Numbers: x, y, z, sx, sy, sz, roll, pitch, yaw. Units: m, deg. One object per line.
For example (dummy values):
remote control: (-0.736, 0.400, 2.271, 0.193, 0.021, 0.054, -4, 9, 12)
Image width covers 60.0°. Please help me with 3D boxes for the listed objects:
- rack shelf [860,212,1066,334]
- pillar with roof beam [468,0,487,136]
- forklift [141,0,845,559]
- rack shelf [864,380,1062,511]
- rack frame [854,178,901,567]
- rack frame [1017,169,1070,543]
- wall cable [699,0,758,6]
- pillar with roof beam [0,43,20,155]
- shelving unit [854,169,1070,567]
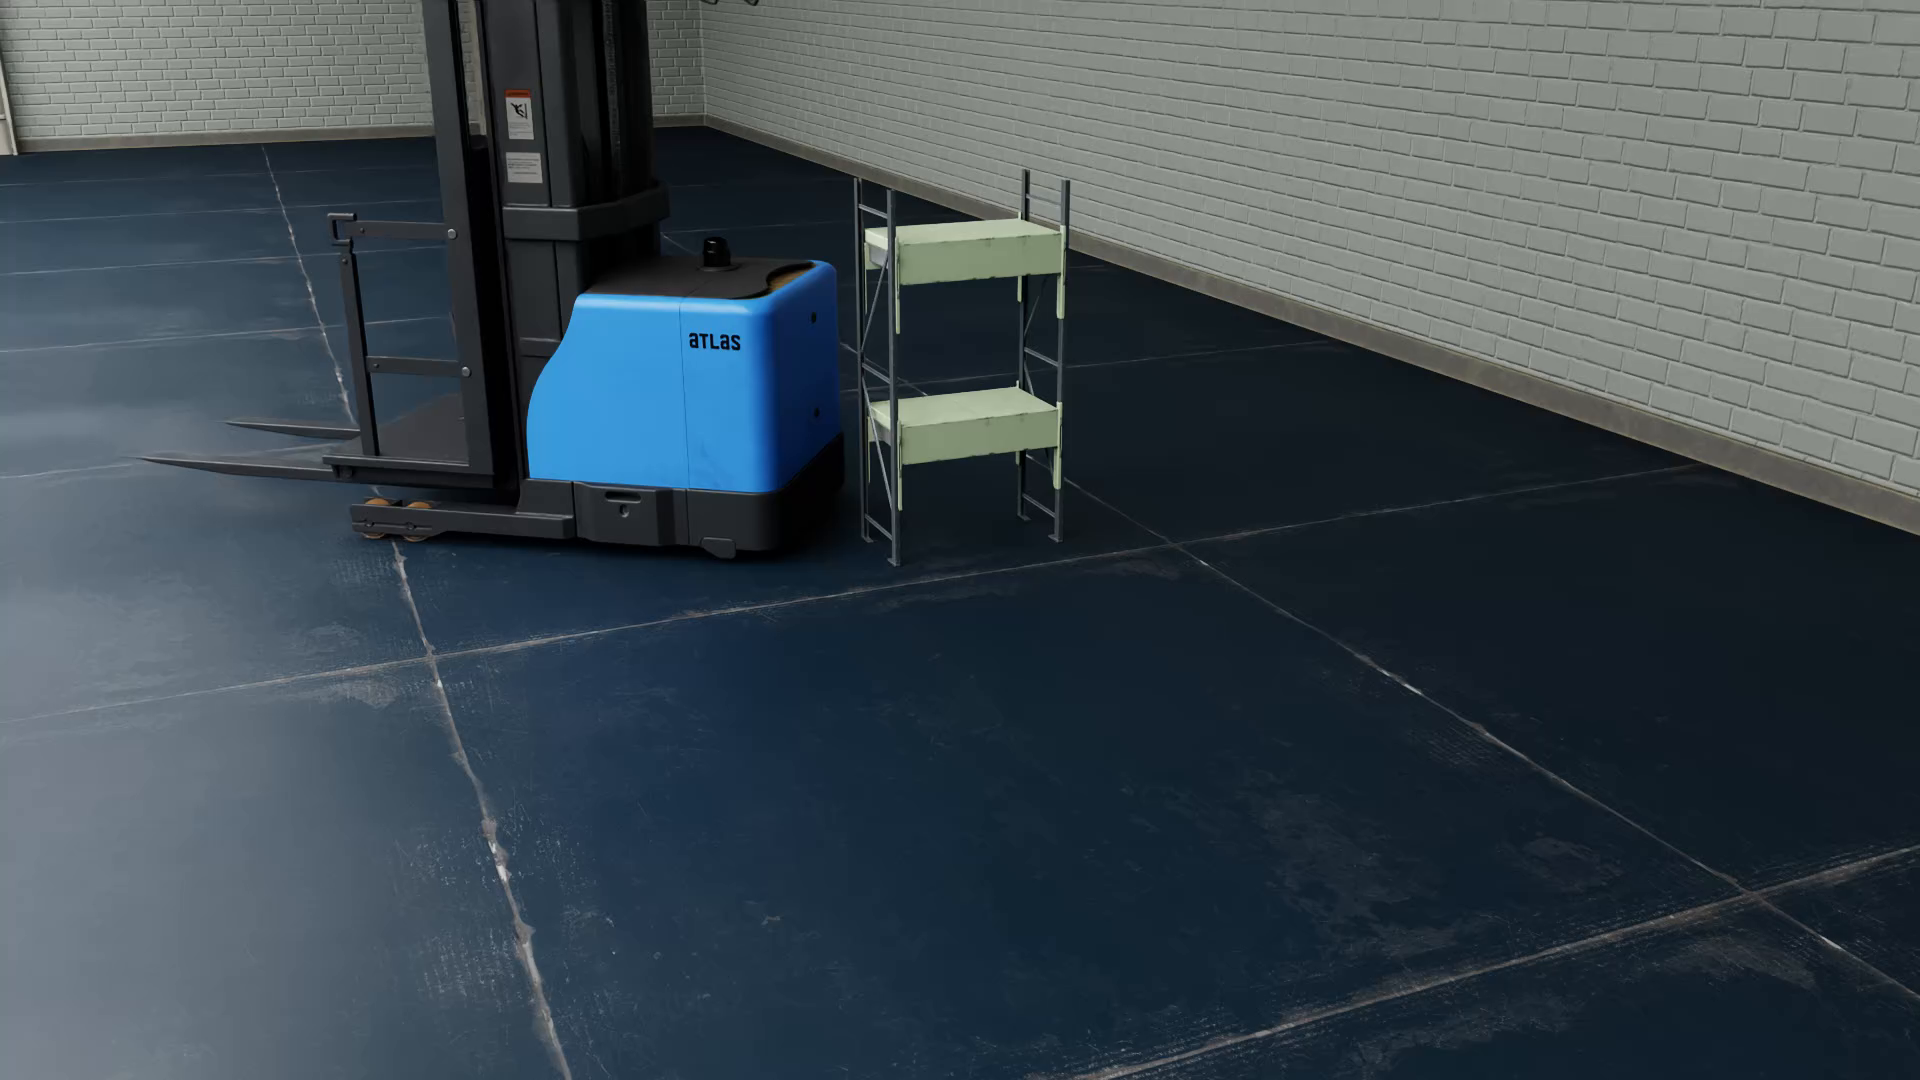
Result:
rack shelf: (0.006, -1.076, 6.646, 0.720, 0.370, 0.431, -8, 21, -22)
pillar with roof beam: (-4.659, -8.500, 17.613, 0.400, 9.000, 9.100, -8, 21, -22)
forklift: (-2.094, -1.540, 6.981, 3.031, 2.935, 1.130, 4, 20, 11)
rack shelf: (0.006, -0.401, 6.884, 0.720, 0.370, 0.431, -8, 21, -22)
rack frame: (-0.330, -0.660, 6.639, 0.023, 1.500, 0.400, -8, 21, -22)
rack frame: (0.342, -0.756, 6.912, 0.023, 1.500, 0.400, -8, 21, -22)
wall cable: (-3.135, -8.332, 21.812, 0.112, 2.526, 3.097, -8, 21, -22)
pillar with roof beam: (-10.168, -7.711, 15.371, 0.400, 9.000, 9.100, -8, 21, -22)
shelving unit: (0.006, -0.708, 6.775, 0.755, 1.500, 0.431, -8, 21, -22)
